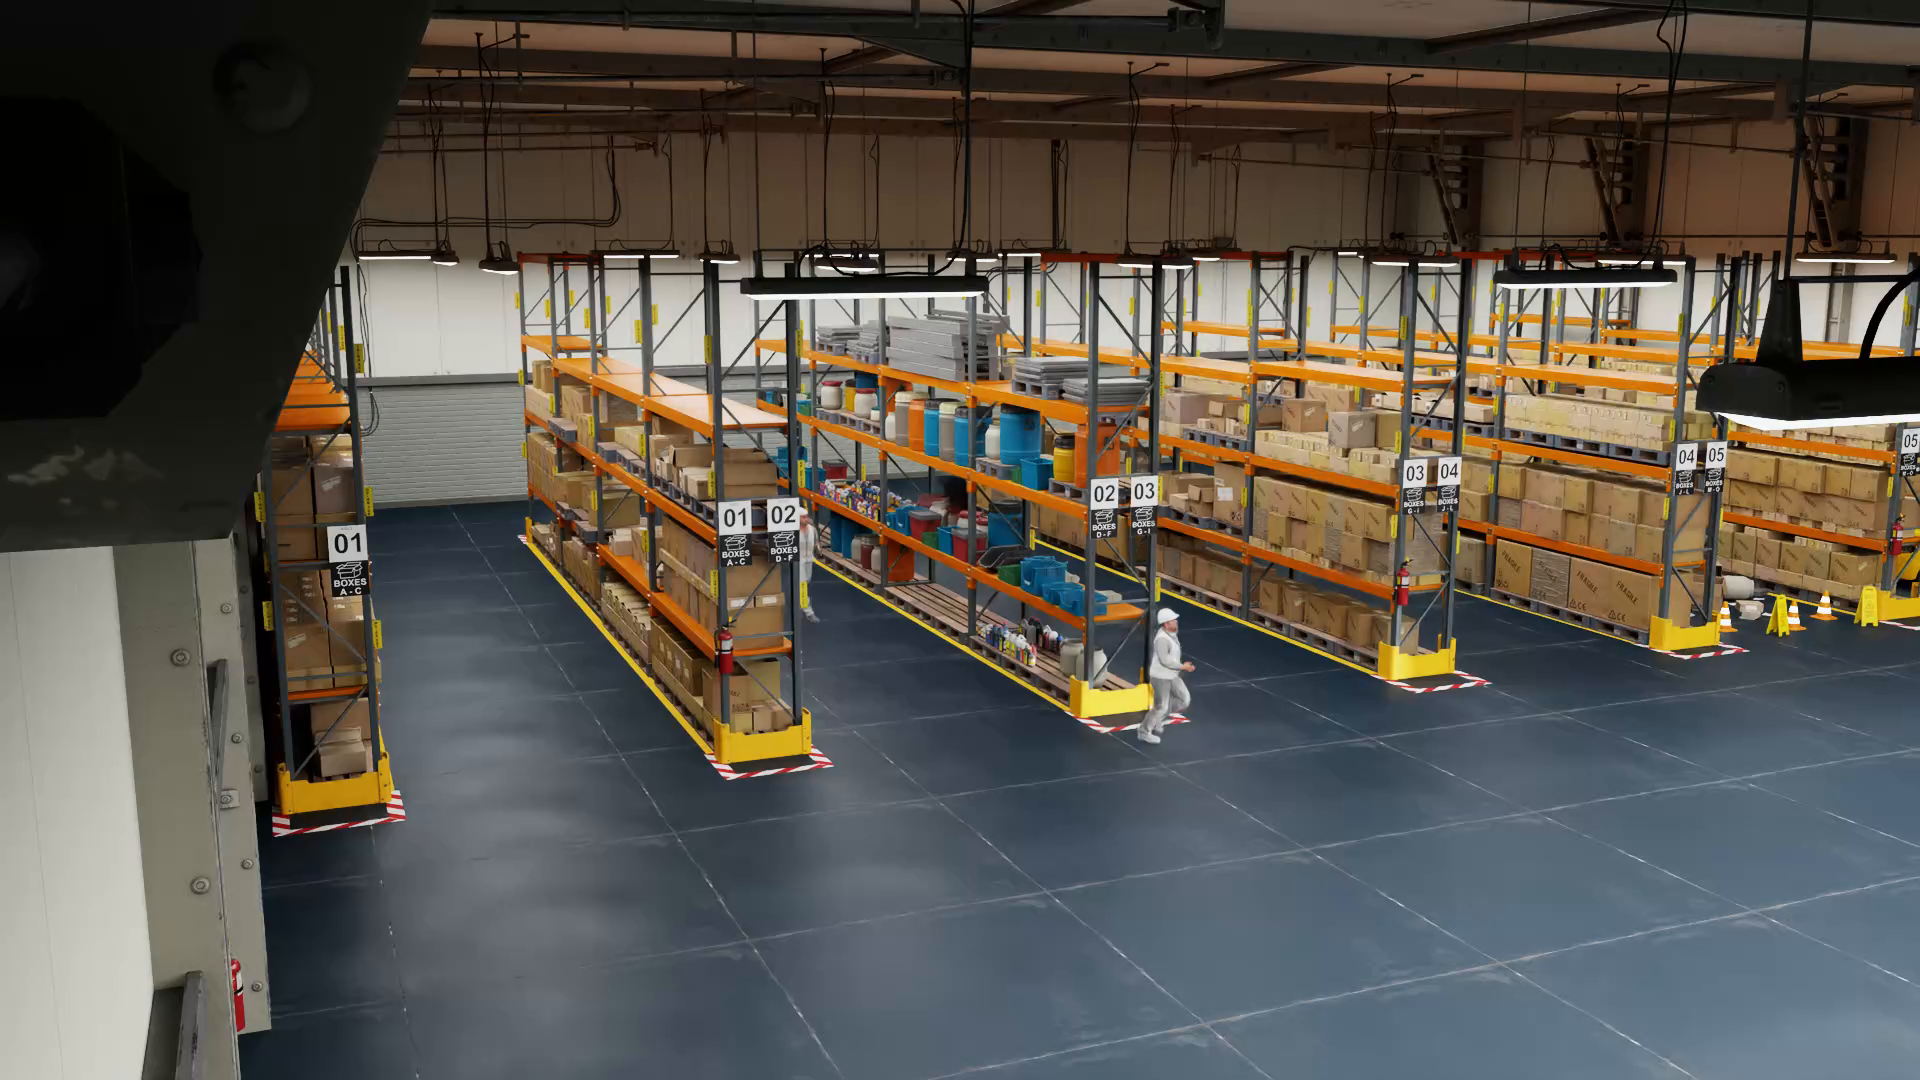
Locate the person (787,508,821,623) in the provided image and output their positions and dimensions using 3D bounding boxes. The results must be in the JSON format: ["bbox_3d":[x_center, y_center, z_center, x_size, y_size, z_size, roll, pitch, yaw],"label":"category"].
[{"bbox_3d":[-2.506,0.391,26.340,0.663,1.830,0.853,-8,13,-36],"label":"person"}]

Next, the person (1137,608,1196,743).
[{"bbox_3d":[2.618,1.694,20.945,0.736,1.728,0.683,4,11,21],"label":"person"}]
